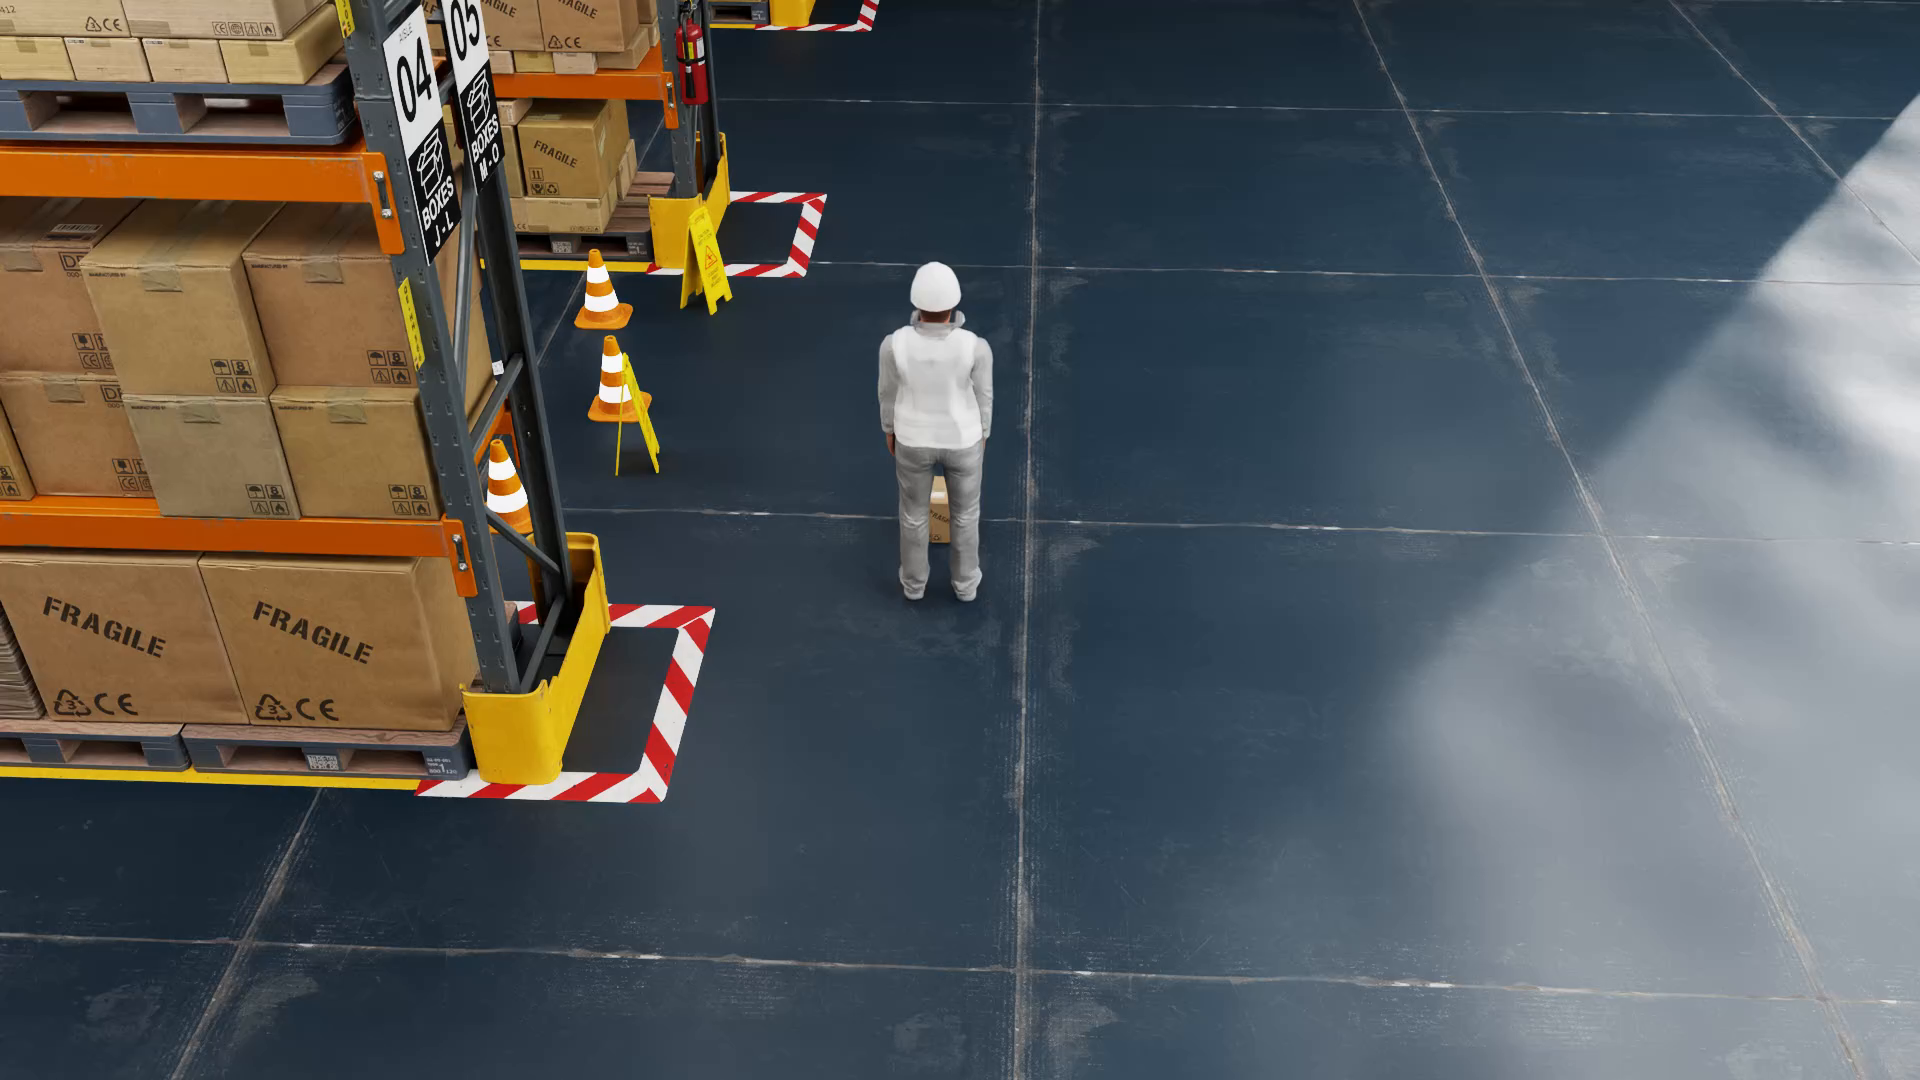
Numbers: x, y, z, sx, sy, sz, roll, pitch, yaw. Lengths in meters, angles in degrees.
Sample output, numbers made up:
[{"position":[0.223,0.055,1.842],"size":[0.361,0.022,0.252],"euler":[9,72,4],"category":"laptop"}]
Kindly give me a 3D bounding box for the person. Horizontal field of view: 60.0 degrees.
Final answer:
[{"position":[-0.112,-0.495,7.797],"size":[0.533,1.774,0.359],"euler":[2,36,3],"category":"person"}]
